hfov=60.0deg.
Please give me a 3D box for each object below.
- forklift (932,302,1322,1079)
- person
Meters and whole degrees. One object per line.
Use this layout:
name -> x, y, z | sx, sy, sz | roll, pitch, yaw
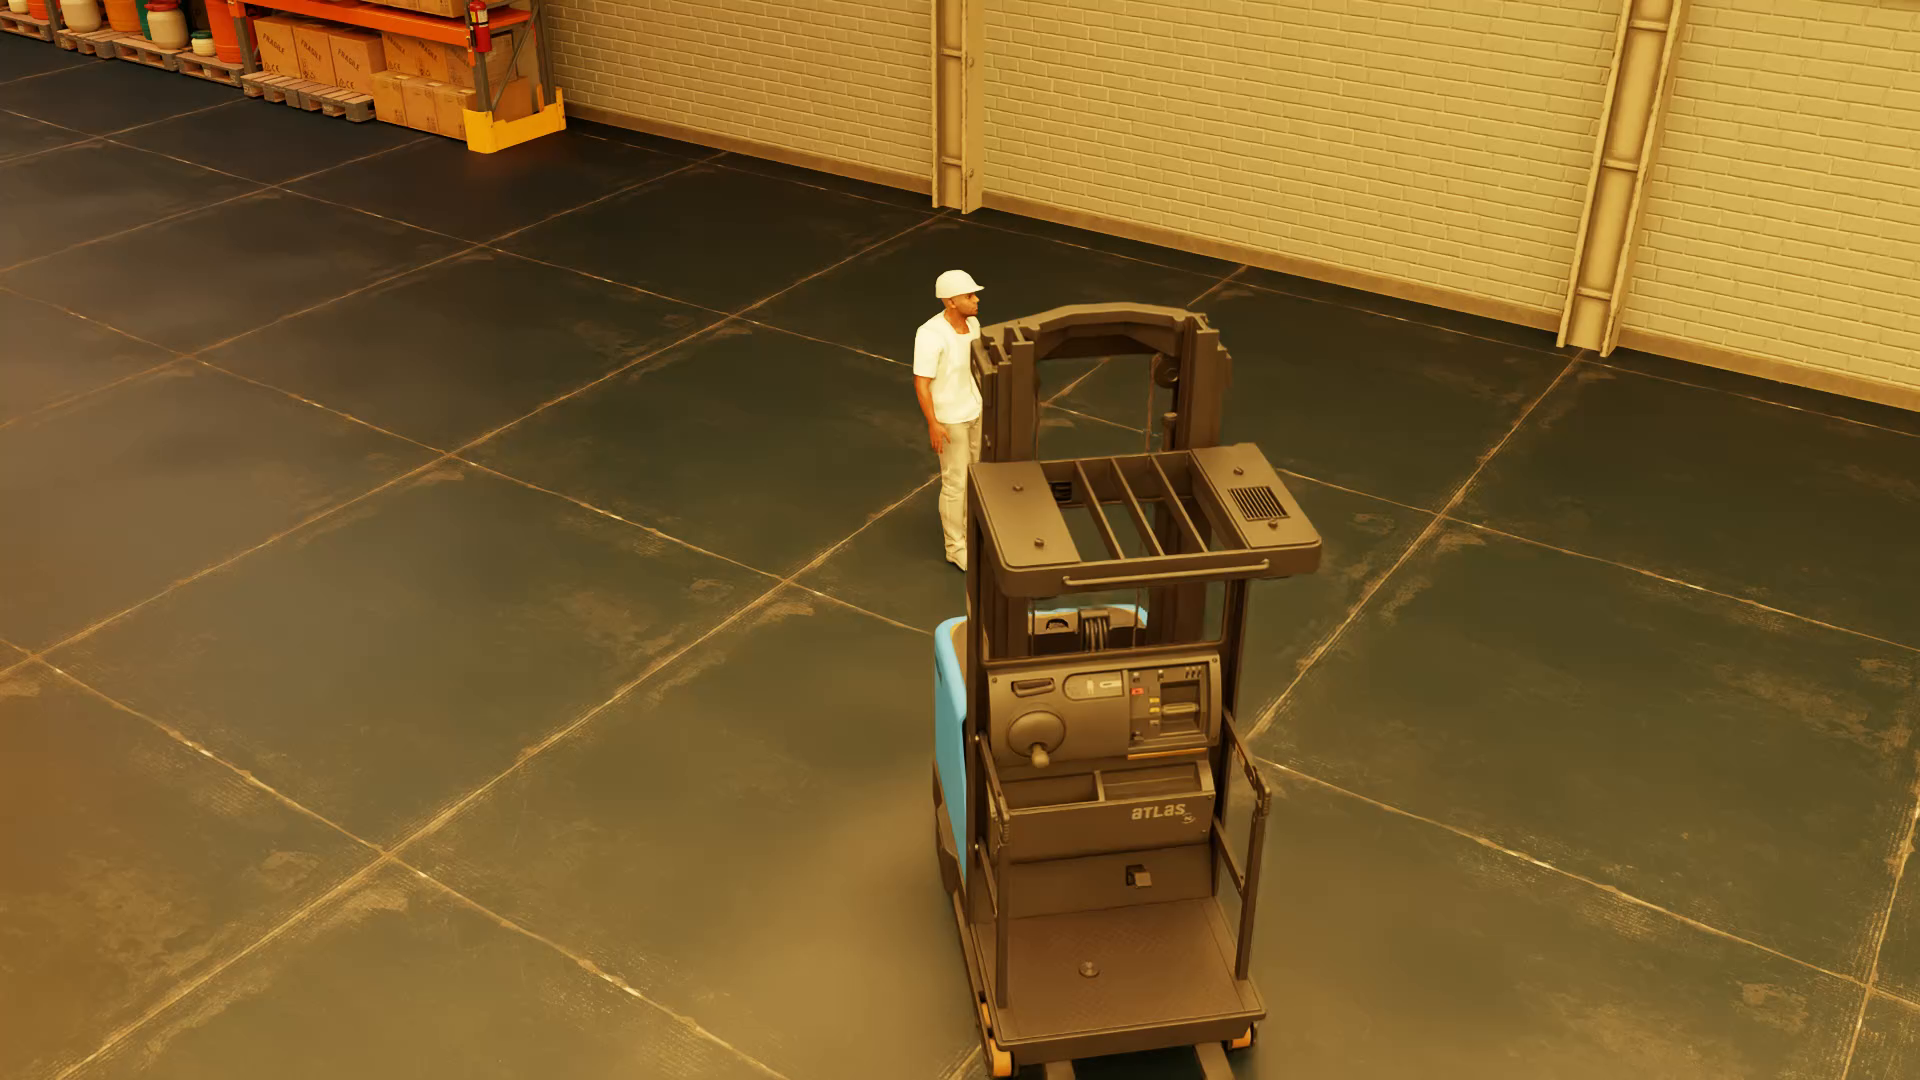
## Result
forklift -> 0.608, 0.717, 6.346 | 1.130, 2.935, 3.031 | -5, 30, -8
person -> 0.054, -0.748, 10.015 | 0.577, 1.765, 0.666 | 19, 35, 29
